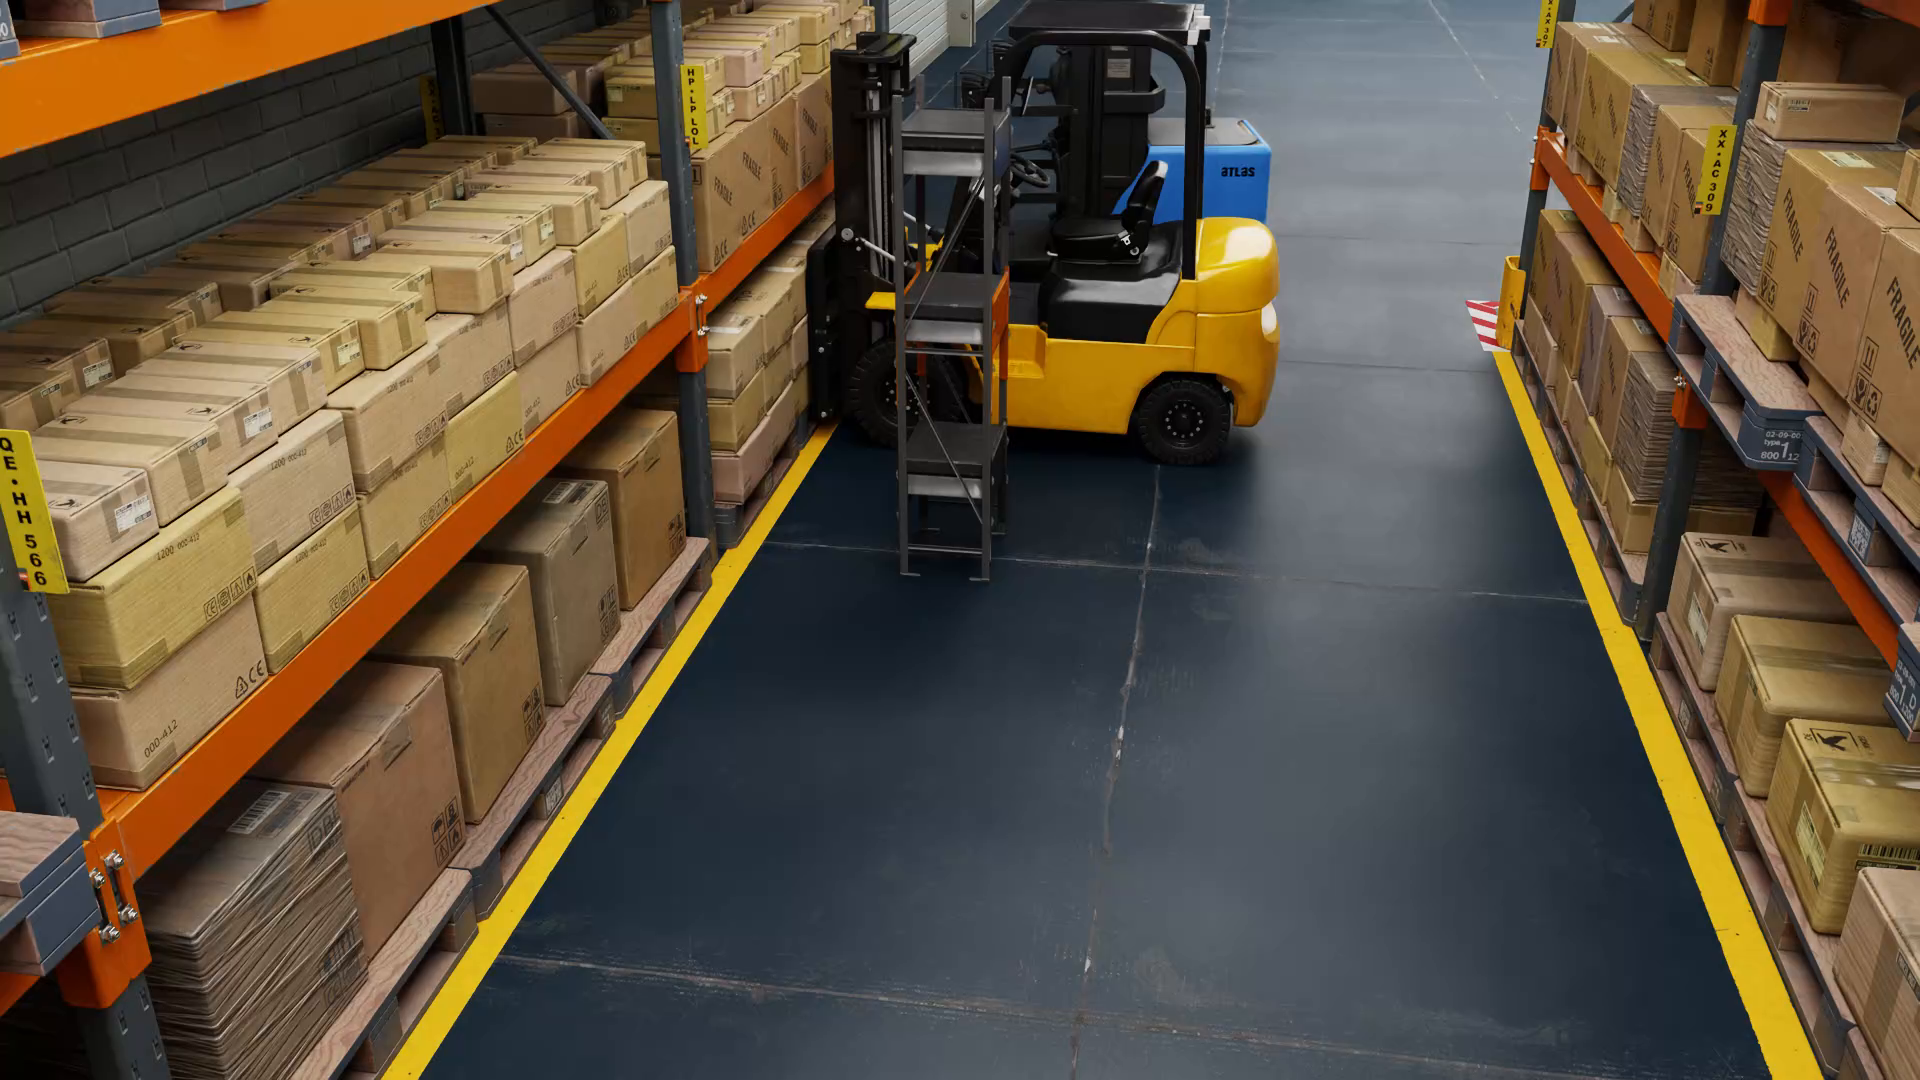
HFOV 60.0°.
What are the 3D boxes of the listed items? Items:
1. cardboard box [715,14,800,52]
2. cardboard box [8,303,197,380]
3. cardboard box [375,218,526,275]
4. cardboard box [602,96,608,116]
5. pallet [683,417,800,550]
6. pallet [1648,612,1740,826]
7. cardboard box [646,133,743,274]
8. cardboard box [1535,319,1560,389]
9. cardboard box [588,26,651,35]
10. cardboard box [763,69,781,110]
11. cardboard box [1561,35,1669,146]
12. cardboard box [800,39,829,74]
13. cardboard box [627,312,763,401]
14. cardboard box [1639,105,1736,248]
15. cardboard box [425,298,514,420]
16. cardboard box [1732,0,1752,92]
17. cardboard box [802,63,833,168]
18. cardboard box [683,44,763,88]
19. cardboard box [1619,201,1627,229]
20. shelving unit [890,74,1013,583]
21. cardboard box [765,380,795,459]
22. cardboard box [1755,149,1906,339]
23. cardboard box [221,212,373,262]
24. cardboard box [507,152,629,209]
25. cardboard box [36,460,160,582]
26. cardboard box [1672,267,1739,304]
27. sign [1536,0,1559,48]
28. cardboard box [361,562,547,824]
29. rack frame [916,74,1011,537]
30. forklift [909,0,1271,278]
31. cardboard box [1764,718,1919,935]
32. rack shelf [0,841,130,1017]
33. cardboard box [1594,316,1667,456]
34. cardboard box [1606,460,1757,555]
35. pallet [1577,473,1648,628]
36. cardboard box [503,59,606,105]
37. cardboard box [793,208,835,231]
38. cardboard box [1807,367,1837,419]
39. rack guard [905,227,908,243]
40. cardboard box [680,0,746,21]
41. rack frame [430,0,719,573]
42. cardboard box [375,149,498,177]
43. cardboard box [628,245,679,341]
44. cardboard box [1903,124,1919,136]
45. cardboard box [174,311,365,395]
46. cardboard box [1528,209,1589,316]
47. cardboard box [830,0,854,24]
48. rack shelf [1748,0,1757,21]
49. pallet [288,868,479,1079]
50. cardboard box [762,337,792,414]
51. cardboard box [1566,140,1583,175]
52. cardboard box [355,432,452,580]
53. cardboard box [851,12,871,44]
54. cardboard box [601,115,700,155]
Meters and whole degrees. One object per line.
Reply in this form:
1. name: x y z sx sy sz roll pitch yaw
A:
1. cardboard box: -1.039 -2.608 8.550 0.380 0.149 0.250 4 25 9
2. cardboard box: -2.271 -0.517 4.432 0.380 0.149 0.250 4 25 8
3. cardboard box: -1.613 -0.912 5.277 0.380 0.149 0.250 4 25 9
4. cardboard box: -1.740 -1.976 7.551 0.380 0.149 0.250 5 25 10
5. pallet: -1.426 -0.335 8.216 1.003 0.211 1.213 4 25 9
6. pallet: 3.175 0.663 6.084 1.003 0.211 1.213 4 25 9
7. cardboard box: -1.267 -1.481 7.257 0.500 0.500 0.500 3 25 7
8. cardboard box: 3.459 -1.012 9.122 0.500 0.250 0.500 5 26 10
9. cardboard box: -1.602 -2.429 8.168 0.380 0.149 0.250 4 25 8
10. cardboard box: -1.072 -2.149 7.920 0.380 0.149 0.250 4 25 8
11. cardboard box: 3.522 -2.383 8.833 0.500 0.500 0.500 5 26 10
12. cardboard box: -0.909 -2.577 8.835 0.380 0.149 0.250 4 25 9
13. cardboard box: -1.208 -0.846 7.588 0.500 0.250 0.500 4 25 8
14. cardboard box: 3.205 -1.524 7.000 0.500 0.500 0.500 5 26 10
15. cardboard box: -1.692 -0.564 5.005 0.500 0.250 0.500 4 25 9
16. cardboard box: 3.800 -2.148 7.152 0.700 0.500 0.500 3 25 7
17. cardboard box: -0.942 -2.331 9.075 0.500 0.500 0.500 4 25 8
18. cardboard box: -1.122 -2.178 7.631 0.380 0.149 0.250 5 25 10
19. cardboard box: 3.287 -1.497 7.707 0.380 0.149 0.250 4 25 8
20. shelving unit: -0.027 -0.882 7.157 0.431 2.100 0.503 4 25 9
21. cardboard box: -1.123 -0.606 8.253 0.500 0.250 0.500 3 25 7
22. cardboard box: 2.860 -0.910 5.192 0.500 0.500 0.500 4 25 9
23. cardboard box: -2.126 -0.945 5.348 0.380 0.149 0.250 4 25 8
24. cardboard box: -1.458 -1.339 6.190 0.380 0.149 0.250 4 25 8
25. cardboard box: -1.908 -0.047 3.429 0.380 0.149 0.250 5 26 10
26. cardboard box: 3.052 -0.967 6.575 0.380 0.149 0.250 4 25 8
27. sign: 3.419 -3.028 9.660 0.100 0.325 0.005 4 25 9
28. cardboard box: -1.926 0.475 5.503 0.875 0.625 0.625 3 25 6
29. rack frame: 0.013 -0.984 7.375 0.400 2.100 0.015 4 25 9
30. forklift: 0.484 -3.050 10.809 3.031 2.935 1.130 0 25 -1
31. cardboard box: 2.991 0.886 4.924 0.950 0.372 0.625 5 26 10
32. rack shelf: -2.577 1.567 1.712 1.077 0.370 4.000 4 25 9
33. cardboard box: 3.214 -0.689 7.547 0.500 0.500 0.500 4 25 9
34. cardboard box: 3.132 -0.136 7.251 0.500 0.250 0.500 5 26 11
35. pallet: 3.376 0.054 7.385 1.003 0.211 1.213 4 25 9
36. cardboard box: -1.761 -1.998 7.247 0.380 0.149 0.250 3 25 7
37. cardboard box: -0.861 -1.699 9.409 0.500 0.250 0.500 4 25 9
38. cardboard box: 2.795 -0.460 4.996 0.380 0.149 0.250 4 25 9
39. rack guard: -0.939 -1.819 11.046 1.175 0.500 0.348 4 25 9
40. cardboard box: -1.388 -2.856 9.079 0.380 0.149 0.250 5 26 10
41. rack frame: -1.597 -1.268 6.920 1.000 3.000 0.127 4 25 9
42. cardboard box: -1.962 -1.366 6.247 0.380 0.149 0.250 3 25 7
43. cardboard box: -1.421 -0.971 6.463 0.500 0.250 0.500 5 25 10
44. cardboard box: 3.452 -1.087 5.569 0.500 0.500 0.500 4 25 8
45. cardboard box: -1.807 -0.485 4.365 0.380 0.149 0.250 4 25 9
46. cardboard box: 3.546 -1.555 9.397 0.500 0.500 0.500 3 25 7
47. cardboard box: -0.820 -3.034 9.459 0.380 0.149 0.250 5 25 10
48. rack shelf: 3.628 -2.795 7.493 1.077 0.370 4.000 4 25 9
49. pallet: -2.078 1.326 4.667 1.003 0.211 1.213 4 25 9
50. cardboard box: -1.133 -0.831 8.145 0.500 0.250 0.500 4 25 8
51. cardboard box: 3.457 -2.042 8.871 0.380 0.149 0.250 4 25 9
52. cardboard box: -1.773 -0.122 4.648 0.500 0.250 0.500 3 25 7
53. cardboard box: -0.736 -3.006 9.752 0.380 0.149 0.250 4 25 9
54. cardboard box: -1.285 -1.722 7.007 0.380 0.149 0.250 4 25 8
